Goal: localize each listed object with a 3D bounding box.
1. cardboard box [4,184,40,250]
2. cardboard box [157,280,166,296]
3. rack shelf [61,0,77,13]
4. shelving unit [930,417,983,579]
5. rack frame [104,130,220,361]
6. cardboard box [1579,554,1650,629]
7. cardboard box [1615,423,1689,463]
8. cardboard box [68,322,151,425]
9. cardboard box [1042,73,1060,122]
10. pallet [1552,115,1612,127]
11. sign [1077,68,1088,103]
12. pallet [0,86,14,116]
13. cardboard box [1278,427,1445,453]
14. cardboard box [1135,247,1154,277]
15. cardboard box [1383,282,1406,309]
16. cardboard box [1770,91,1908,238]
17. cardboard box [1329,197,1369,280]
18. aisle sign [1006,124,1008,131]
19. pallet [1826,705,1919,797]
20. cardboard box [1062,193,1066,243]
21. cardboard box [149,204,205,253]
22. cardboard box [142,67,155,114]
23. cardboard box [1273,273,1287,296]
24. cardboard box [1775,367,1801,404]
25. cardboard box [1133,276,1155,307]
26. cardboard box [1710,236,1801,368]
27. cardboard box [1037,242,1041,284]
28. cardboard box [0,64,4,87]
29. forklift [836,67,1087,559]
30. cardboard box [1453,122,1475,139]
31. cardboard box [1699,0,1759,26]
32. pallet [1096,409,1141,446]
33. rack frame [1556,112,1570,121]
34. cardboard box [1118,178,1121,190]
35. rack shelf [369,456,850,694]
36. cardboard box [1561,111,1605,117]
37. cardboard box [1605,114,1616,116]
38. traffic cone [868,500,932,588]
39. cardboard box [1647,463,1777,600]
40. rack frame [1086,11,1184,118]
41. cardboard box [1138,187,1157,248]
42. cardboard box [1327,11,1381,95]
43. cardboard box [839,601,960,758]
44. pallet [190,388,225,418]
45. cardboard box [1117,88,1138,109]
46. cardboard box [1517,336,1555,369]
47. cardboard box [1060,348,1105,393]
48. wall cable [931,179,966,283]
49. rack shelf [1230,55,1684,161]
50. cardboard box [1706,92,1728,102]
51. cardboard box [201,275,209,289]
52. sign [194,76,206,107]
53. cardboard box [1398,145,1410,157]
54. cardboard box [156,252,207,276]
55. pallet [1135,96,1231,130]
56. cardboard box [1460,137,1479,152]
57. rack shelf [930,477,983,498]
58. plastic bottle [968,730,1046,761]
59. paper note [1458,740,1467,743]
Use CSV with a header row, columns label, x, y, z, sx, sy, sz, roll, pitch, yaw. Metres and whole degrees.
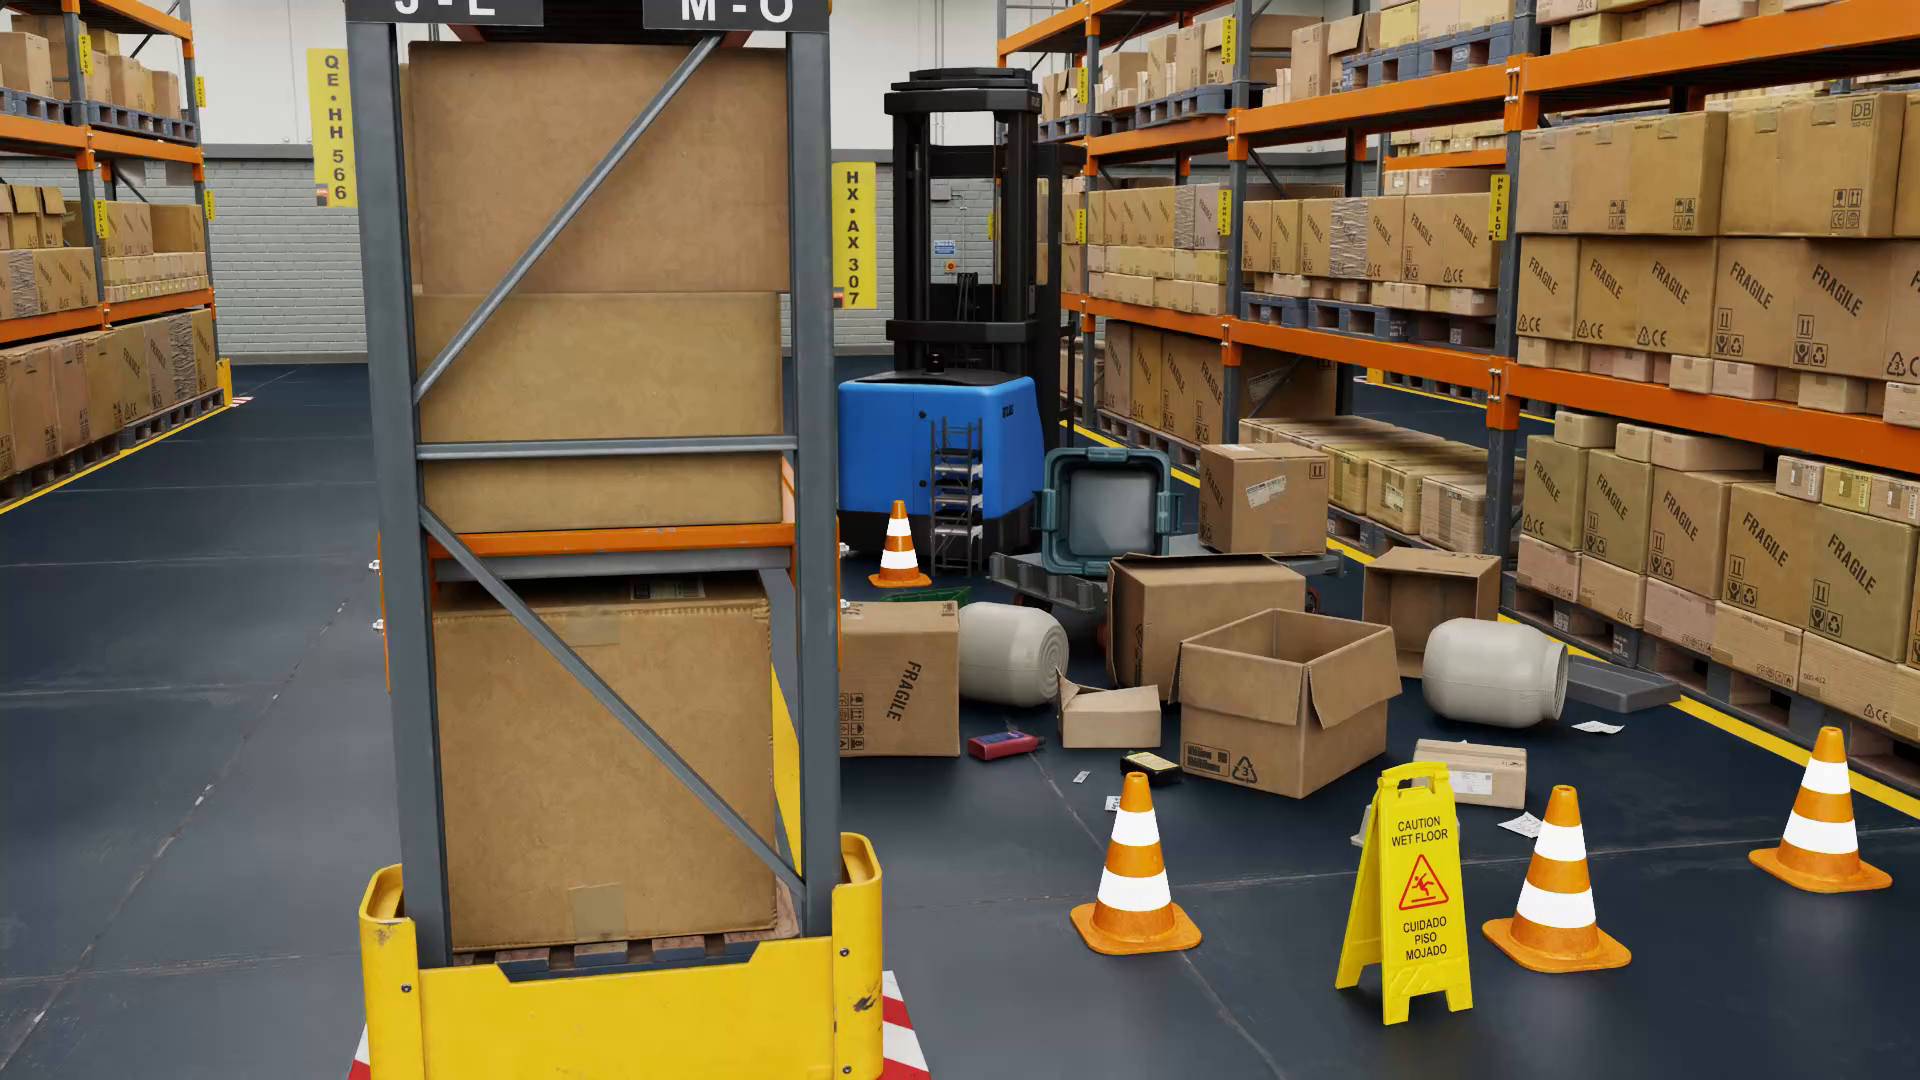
label,x,y,z,sx,sy,sz,roll,pitch,yaw
cardboard box,-7.749,-2.541,13.073,0.797,0.503,0.637,-2,11,-10
cardboard box,-8.040,-2.471,16.328,0.380,0.149,0.250,-2,11,-13
rack shelf,-7.615,-4.272,12.070,1.077,0.370,4.000,-2,11,-11
shelving unit,-0.019,-0.246,9.585,0.258,0.900,0.210,4,11,18
rack frame,-8.781,-2.976,18.308,1.000,3.000,0.127,-2,11,-11
cardboard box,3.238,0.225,7.724,0.500,0.250,0.500,-1,11,-8
cardboard box,3.190,-0.440,7.479,0.380,0.149,0.250,-2,11,-9
cardboard box,-8.053,-1.529,15.264,0.875,0.875,0.875,-2,11,-11
cardboard box,1.184,-4.739,17.892,0.500,0.500,0.500,-2,11,-10
pallet,6.643,-4.043,16.394,1.213,0.211,1.003,-2,11,-11
sign,1.173,-4.348,15.903,0.100,0.325,0.005,-2,11,-11
pallet,-7.623,-3.210,12.024,1.003,0.211,1.213,-2,11,-8
cardboard box,2.747,-0.545,11.443,0.950,0.372,0.625,-2,11,-12
cardboard box,1.828,-2.403,14.361,0.500,0.250,0.500,-2,11,-13
cardboard box,2.730,-1.444,9.809,0.380,0.149,0.250,-2,11,-11
cardboard box,3.446,-1.357,6.065,0.700,0.500,0.500,-2,11,-12
cardboard box,2.663,-1.895,10.444,0.500,0.500,0.500,-3,11,-13
aisle sign,0.641,-4.616,19.972,0.394,0.787,0.004,-2,11,-11
pallet,3.913,0.804,5.907,1.003,0.211,1.213,-2,11,-11
cardboard box,1.264,-3.313,17.137,0.500,0.500,0.500,-2,11,-12
cardboard box,-8.429,-3.337,17.805,0.500,0.500,0.500,-2,11,-10
cardboard box,-8.637,-4.553,16.914,0.700,0.500,0.500,-3,11,-13
cardboard box,2.406,-1.780,11.577,0.380,0.149,0.250,-3,11,-15
cardboard box,3.490,-0.620,6.604,0.380,0.149,0.250,-2,11,-11
cardboard box,1.818,-2.157,14.408,0.500,0.250,0.500,-2,11,-12
cardboard box,3.409,-0.964,6.675,0.500,0.500,0.500,-2,11,-10
cardboard box,1.072,-3.010,18.220,0.500,0.500,0.500,-2,11,-9
cardboard box,-7.878,-3.674,13.068,0.500,0.311,0.500,-3,11,-13
forklift,0.197,-1.552,11.010,1.130,2.935,3.031,4,11,18
cardboard box,5.955,-4.691,18.904,0.500,0.250,0.500,-2,11,-12
cardboard box,3.258,-2.180,6.775,0.380,0.149,0.250,-2,11,-12
pallet,1.941,-1.094,15.879,1.003,0.211,1.213,-2,11,-11
rack frame,6.585,-5.731,16.738,1.000,3.000,0.127,-2,11,-11
cardboard box,1.400,-3.559,16.695,0.380,0.149,0.250,-2,11,-10
rack shelf,-1.174,-0.216,5.735,1.077,0.370,4.000,-2,11,-11
cardboard box,6.253,-4.320,16.630,0.380,0.149,0.250,-2,11,-10
cardboard box,6.712,-4.336,16.715,0.380,0.149,0.250,-2,11,-11
traffic cone,-0.342,0.009,9.413,0.336,0.463,0.334,-2,11,-11
cardboard box,3.338,-0.048,7.152,0.500,0.500,0.500,-2,11,-8
rack frame,1.717,-5.550,15.786,1.000,3.000,0.127,-2,11,-11
cardboard box,1.849,-2.773,14.300,0.500,0.500,0.500,-2,11,-12
cardboard box,2.820,-3.114,10.738,0.797,0.503,0.637,-2,11,-11
cardboard box,-0.254,0.537,6.529,0.500,0.500,0.500,0,11,-1
pallet,-8.549,-1.462,17.813,1.003,0.211,1.213,-2,11,-11
cardboard box,1.620,-3.923,14.763,0.380,0.166,0.250,-3,11,-15
cardboard box,3.020,-0.942,8.297,0.380,0.149,0.250,-2,11,-11
cardboard box,1.526,-1.833,18.036,0.875,0.438,0.875,-2,11,-13
wall cable,-0.180,-4.884,25.533,0.585,1.953,0.123,-2,11,-11
rack shelf,2.884,-2.622,10.352,1.077,0.370,4.000,-2,11,-11
cardboard box,6.834,-3.939,14.682,0.380,0.149,0.250,-2,11,-9
cardboard box,-8.389,-2.799,18.051,0.380,0.149,0.250,-2,11,-10
sign,-8.246,-4.862,18.043,0.100,0.325,0.005,-2,11,-11
cardboard box,5.641,-4.800,20.545,0.380,0.149,0.250,-2,11,-10
cardboard box,-8.427,-2.969,17.878,0.500,0.250,0.500,-2,11,-12
pallet,2.098,-3.571,13.917,1.003,0.211,1.213,-2,11,-8
cardboard box,5.897,-4.470,18.810,0.380,0.149,0.250,-2,11,-10
rack shelf,-0.019,-0.302,9.574,0.258,0.077,0.200,4,11,18
plastic bottle,0.184,0.785,6.407,0.283,0.061,0.133,-6,13,-31
paper note,1.897,0.800,6.440,0.148,0.019,0.142,2,11,9
